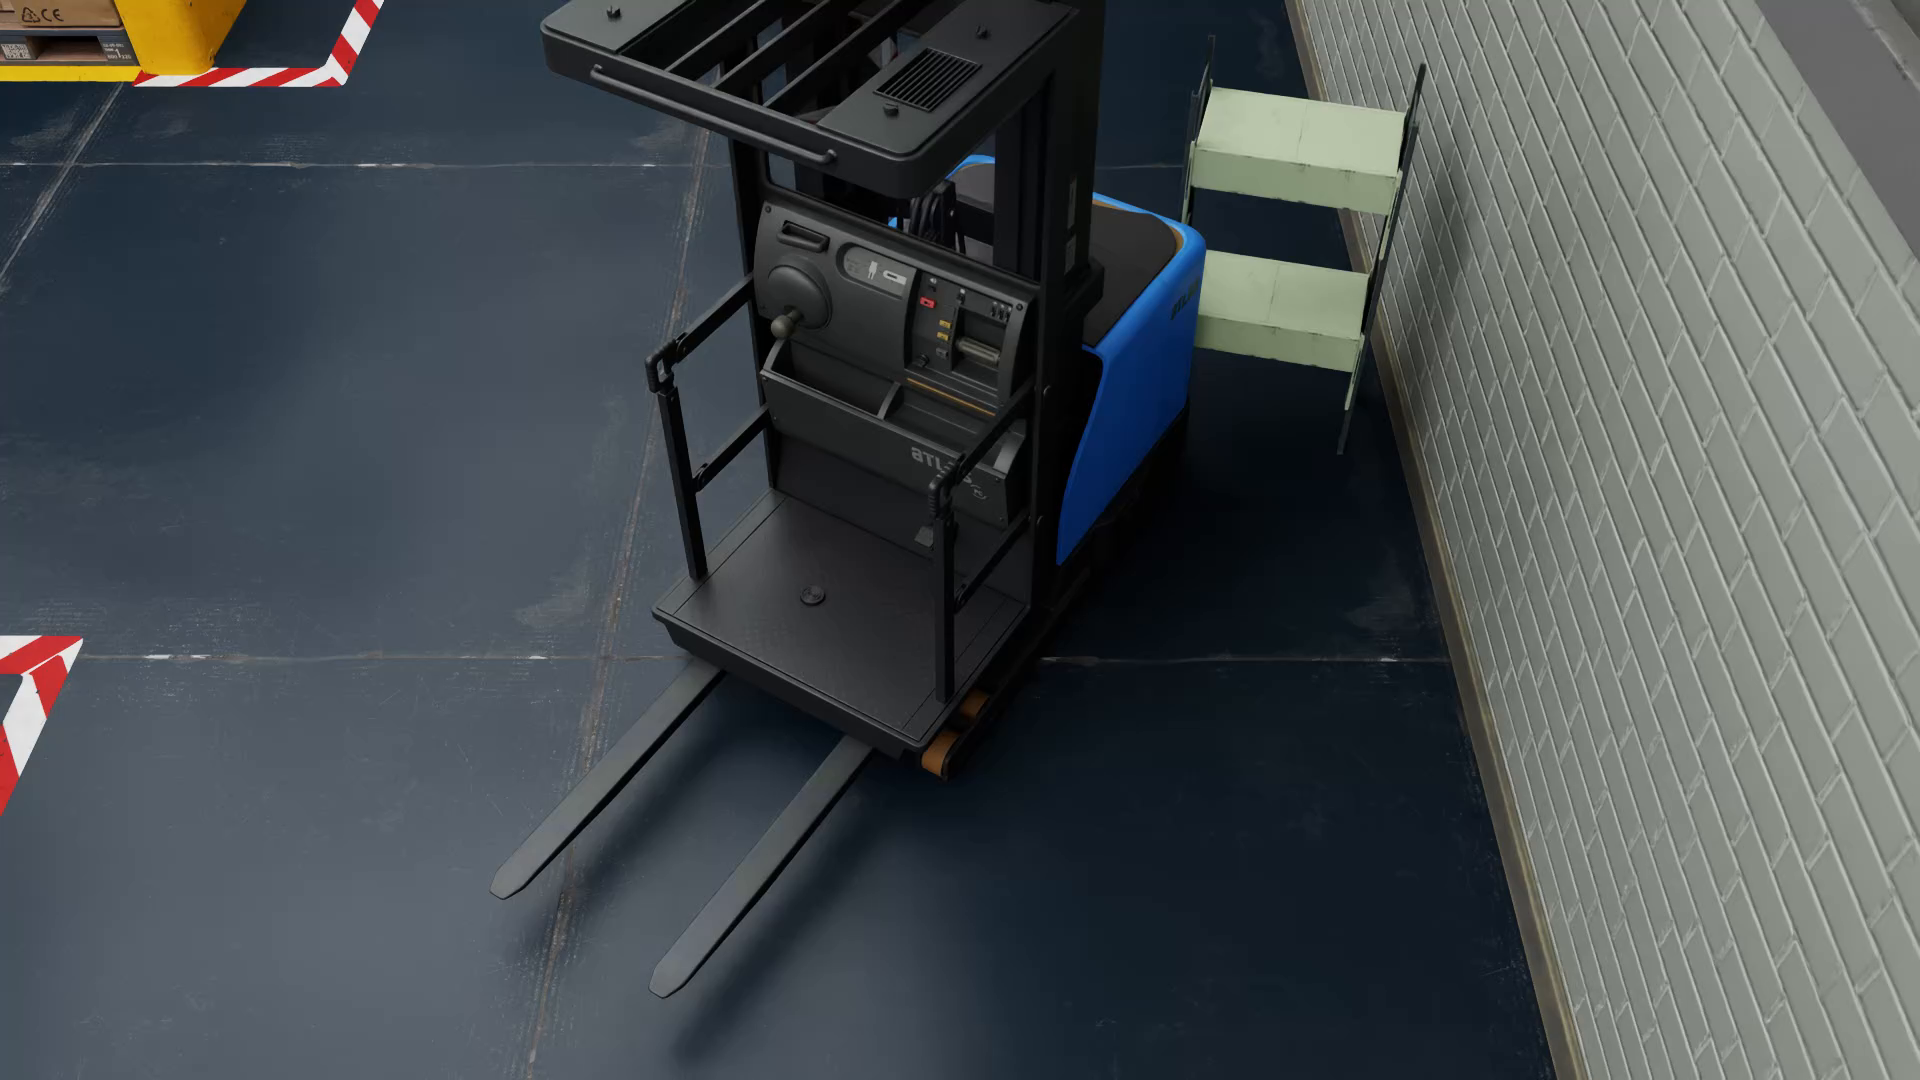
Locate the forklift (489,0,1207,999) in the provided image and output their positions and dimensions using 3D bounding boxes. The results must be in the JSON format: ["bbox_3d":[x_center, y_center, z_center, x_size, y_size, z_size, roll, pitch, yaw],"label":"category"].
[{"bbox_3d":[-0.328,-0.611,4.817,1.130,2.935,3.031,24,52,21],"label":"forklift"}]

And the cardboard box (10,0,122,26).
[{"bbox_3d":[-4.466,-2.930,8.335,0.500,0.500,0.500,0,47,0],"label":"cardboard box"}]

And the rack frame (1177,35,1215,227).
[{"bbox_3d":[0.838,-1.123,6.271,0.023,1.500,0.400,11,48,10],"label":"rack frame"}]

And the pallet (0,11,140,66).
[{"bbox_3d":[-4.794,-2.862,8.770,1.213,0.211,1.003,0,47,0],"label":"pallet"}]

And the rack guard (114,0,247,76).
[{"bbox_3d":[-3.997,-2.959,8.663,0.348,0.500,1.175,0,47,0],"label":"rack guard"}]

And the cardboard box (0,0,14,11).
[{"bbox_3d":[-4.870,-2.883,8.519,0.250,0.166,0.380,0,47,0],"label":"cardboard box"}]

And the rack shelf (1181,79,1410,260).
[{"bbox_3d":[1.193,-1.322,5.923,0.720,0.370,0.431,11,48,10],"label":"rack shelf"}]

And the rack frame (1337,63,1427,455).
[{"bbox_3d":[1.548,-0.990,6.147,0.023,1.500,0.400,11,48,10],"label":"rack frame"}]

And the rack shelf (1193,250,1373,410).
[{"bbox_3d":[1.193,-0.834,6.447,0.720,0.370,0.431,11,48,10],"label":"rack shelf"}]

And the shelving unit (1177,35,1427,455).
[{"bbox_3d":[1.193,-1.057,6.209,0.755,1.500,0.431,11,48,10],"label":"shelving unit"}]
